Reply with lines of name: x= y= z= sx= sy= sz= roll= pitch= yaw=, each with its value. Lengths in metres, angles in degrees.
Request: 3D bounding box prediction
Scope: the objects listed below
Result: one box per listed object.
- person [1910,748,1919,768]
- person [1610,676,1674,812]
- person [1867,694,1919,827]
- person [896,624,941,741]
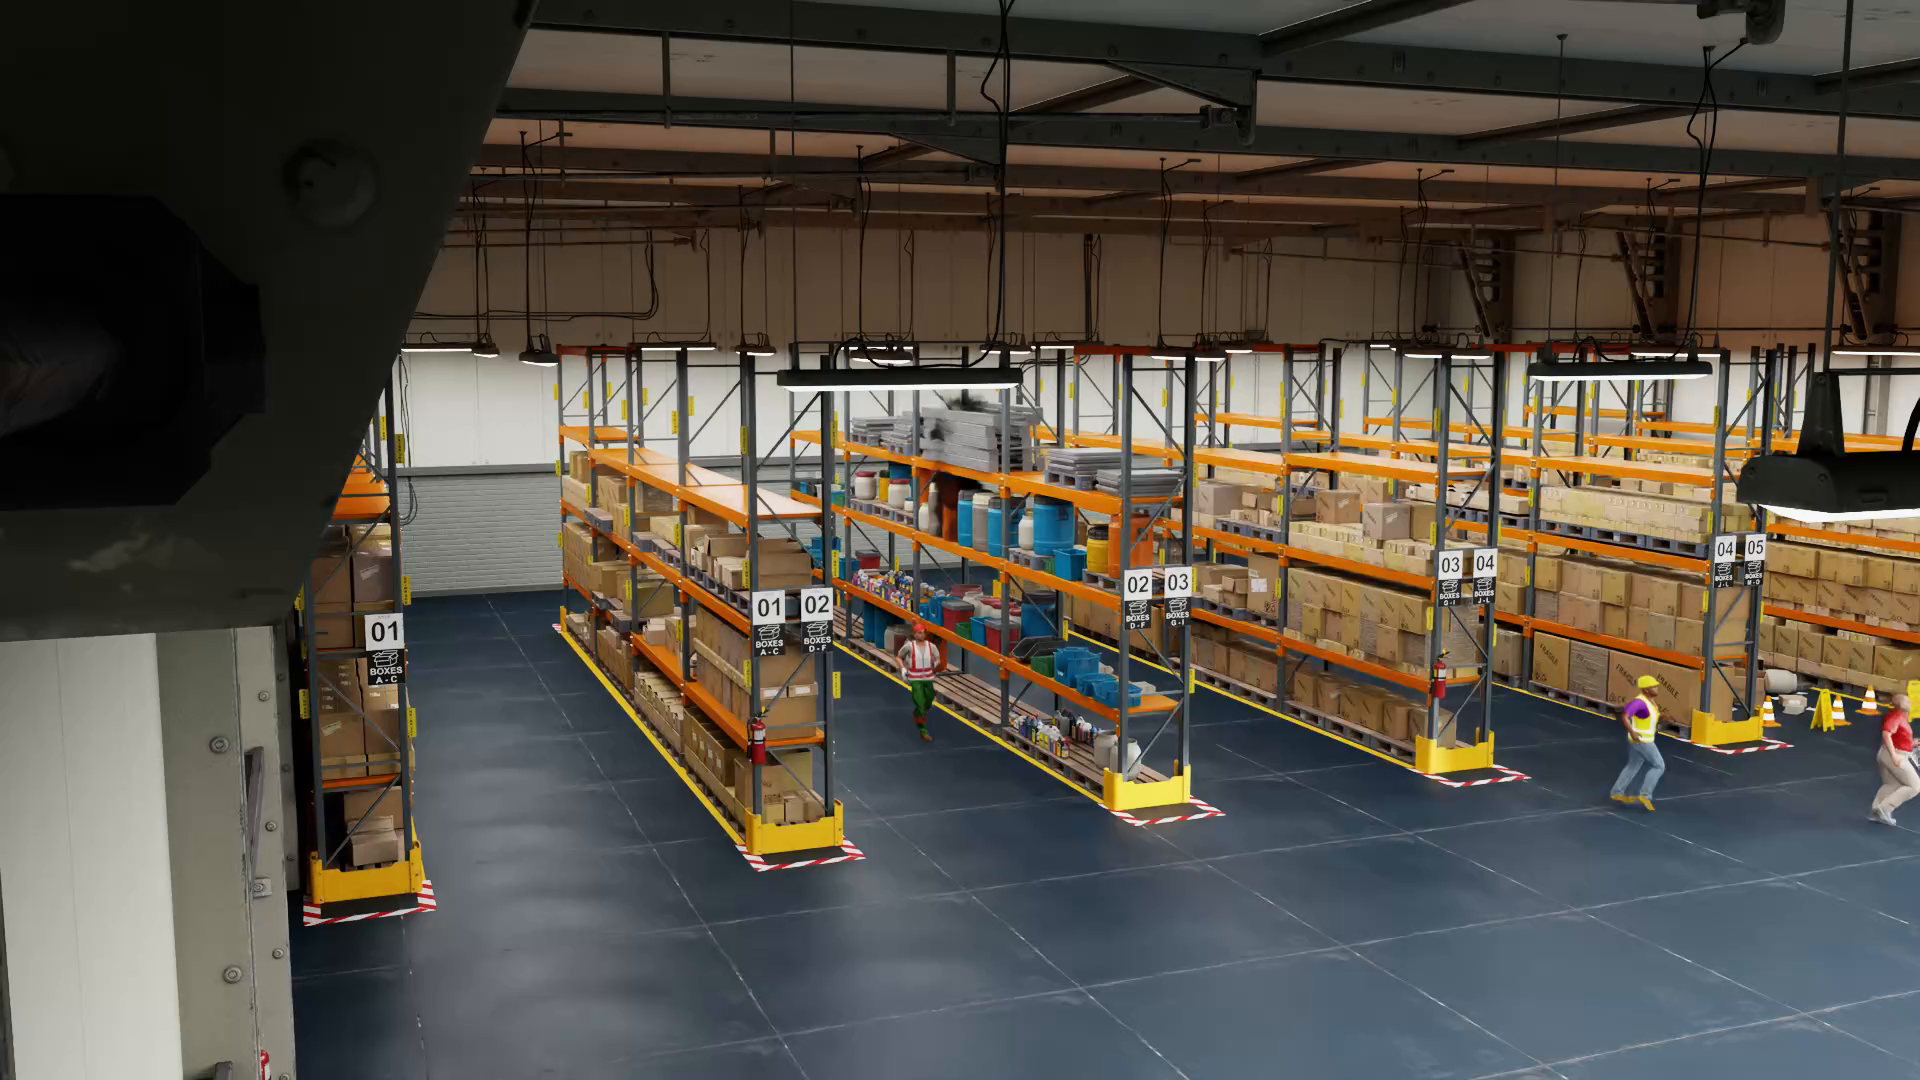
person: x=13.742 y=2.604 z=23.289 sx=0.735 sy=1.580 sz=0.540 roll=4 pitch=8 yaw=31
person: x=9.047 y=2.687 z=22.022 sx=0.745 sy=1.823 sz=0.661 roll=3 pitch=8 yaw=19
person: x=11.991 y=2.800 z=21.230 sx=0.625 sy=1.702 sz=0.667 roll=2 pitch=7 yaw=14
person: x=-0.614 y=2.171 z=25.790 sx=0.667 sy=1.768 sz=0.967 roll=-3 pitch=8 yaw=-23
